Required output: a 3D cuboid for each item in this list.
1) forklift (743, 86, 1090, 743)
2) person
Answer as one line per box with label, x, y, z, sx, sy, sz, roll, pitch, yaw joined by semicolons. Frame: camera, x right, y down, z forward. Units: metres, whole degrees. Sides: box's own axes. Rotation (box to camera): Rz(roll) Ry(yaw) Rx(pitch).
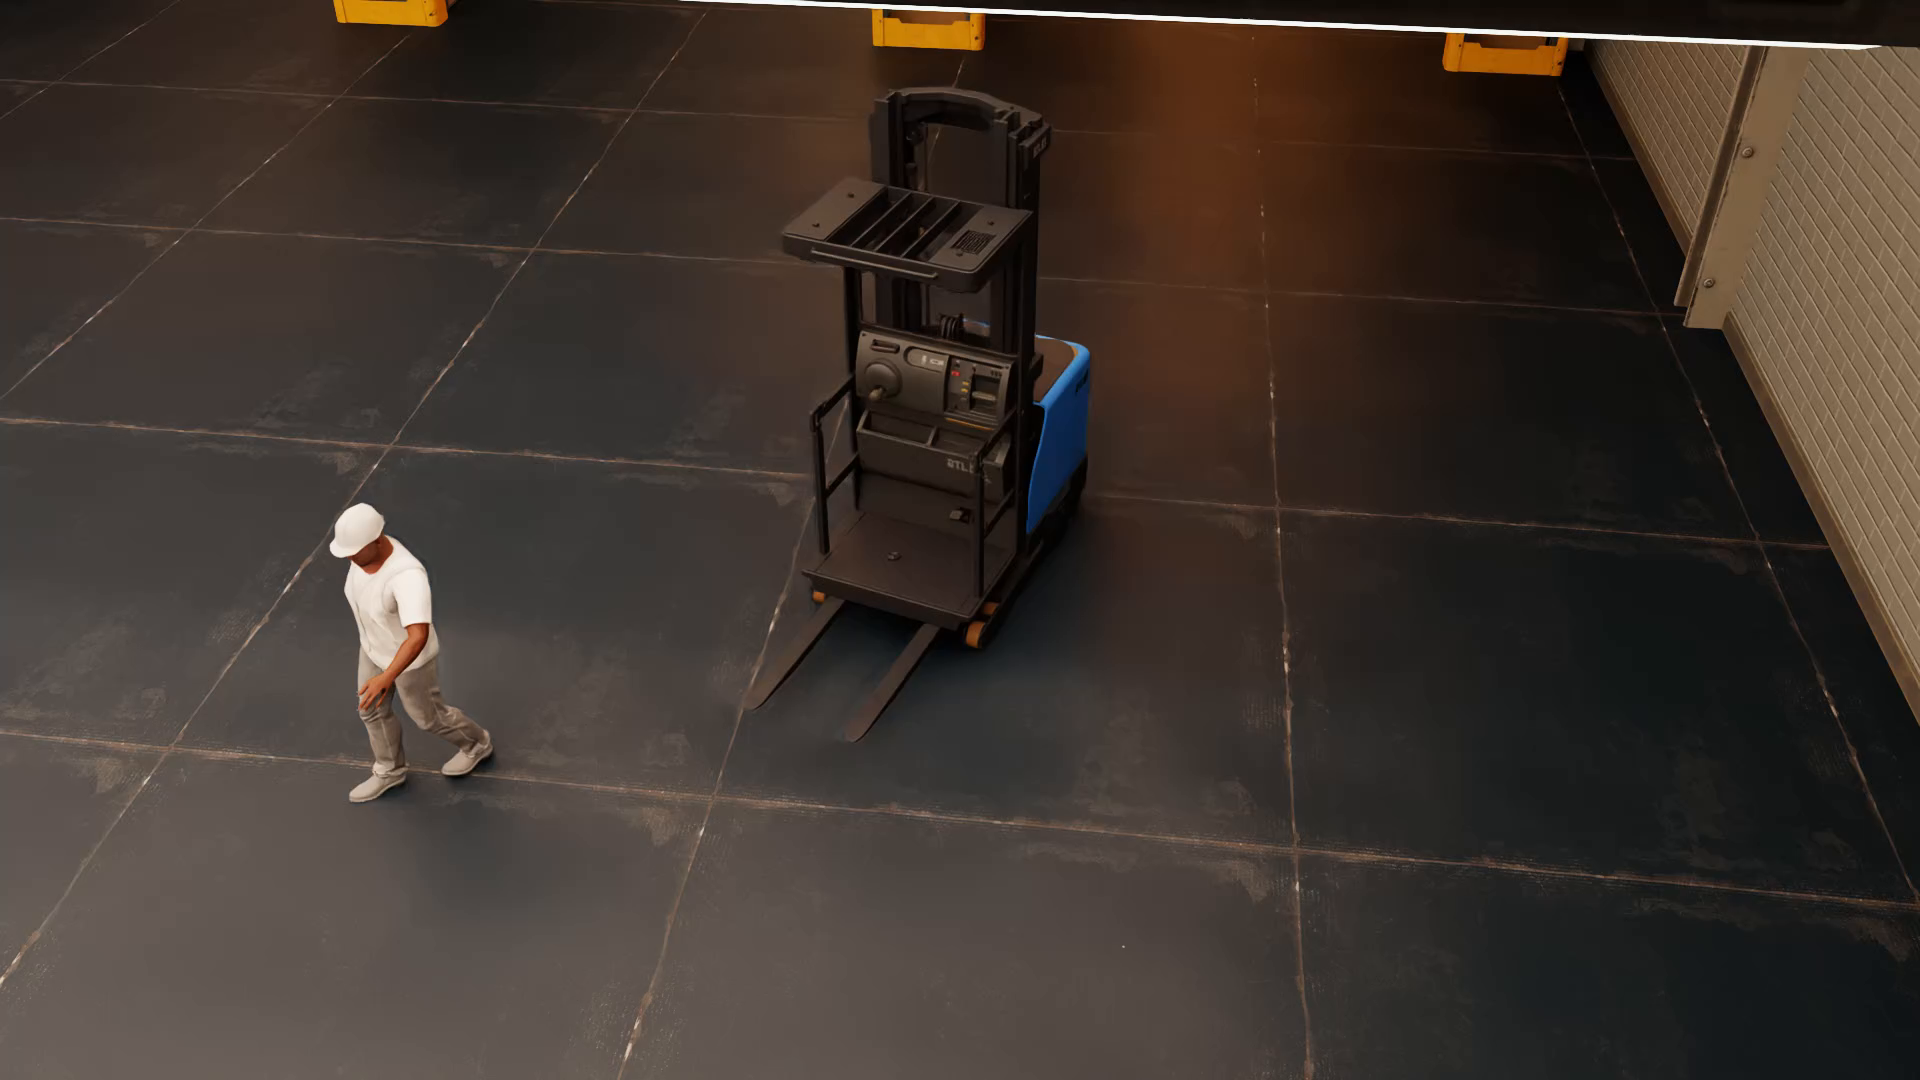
forklift;-0.239;-0.843;9.173;1.130;2.935;3.031;15;39;19
person;-2.860;0.523;8.276;1.020;1.676;0.765;30;46;34
